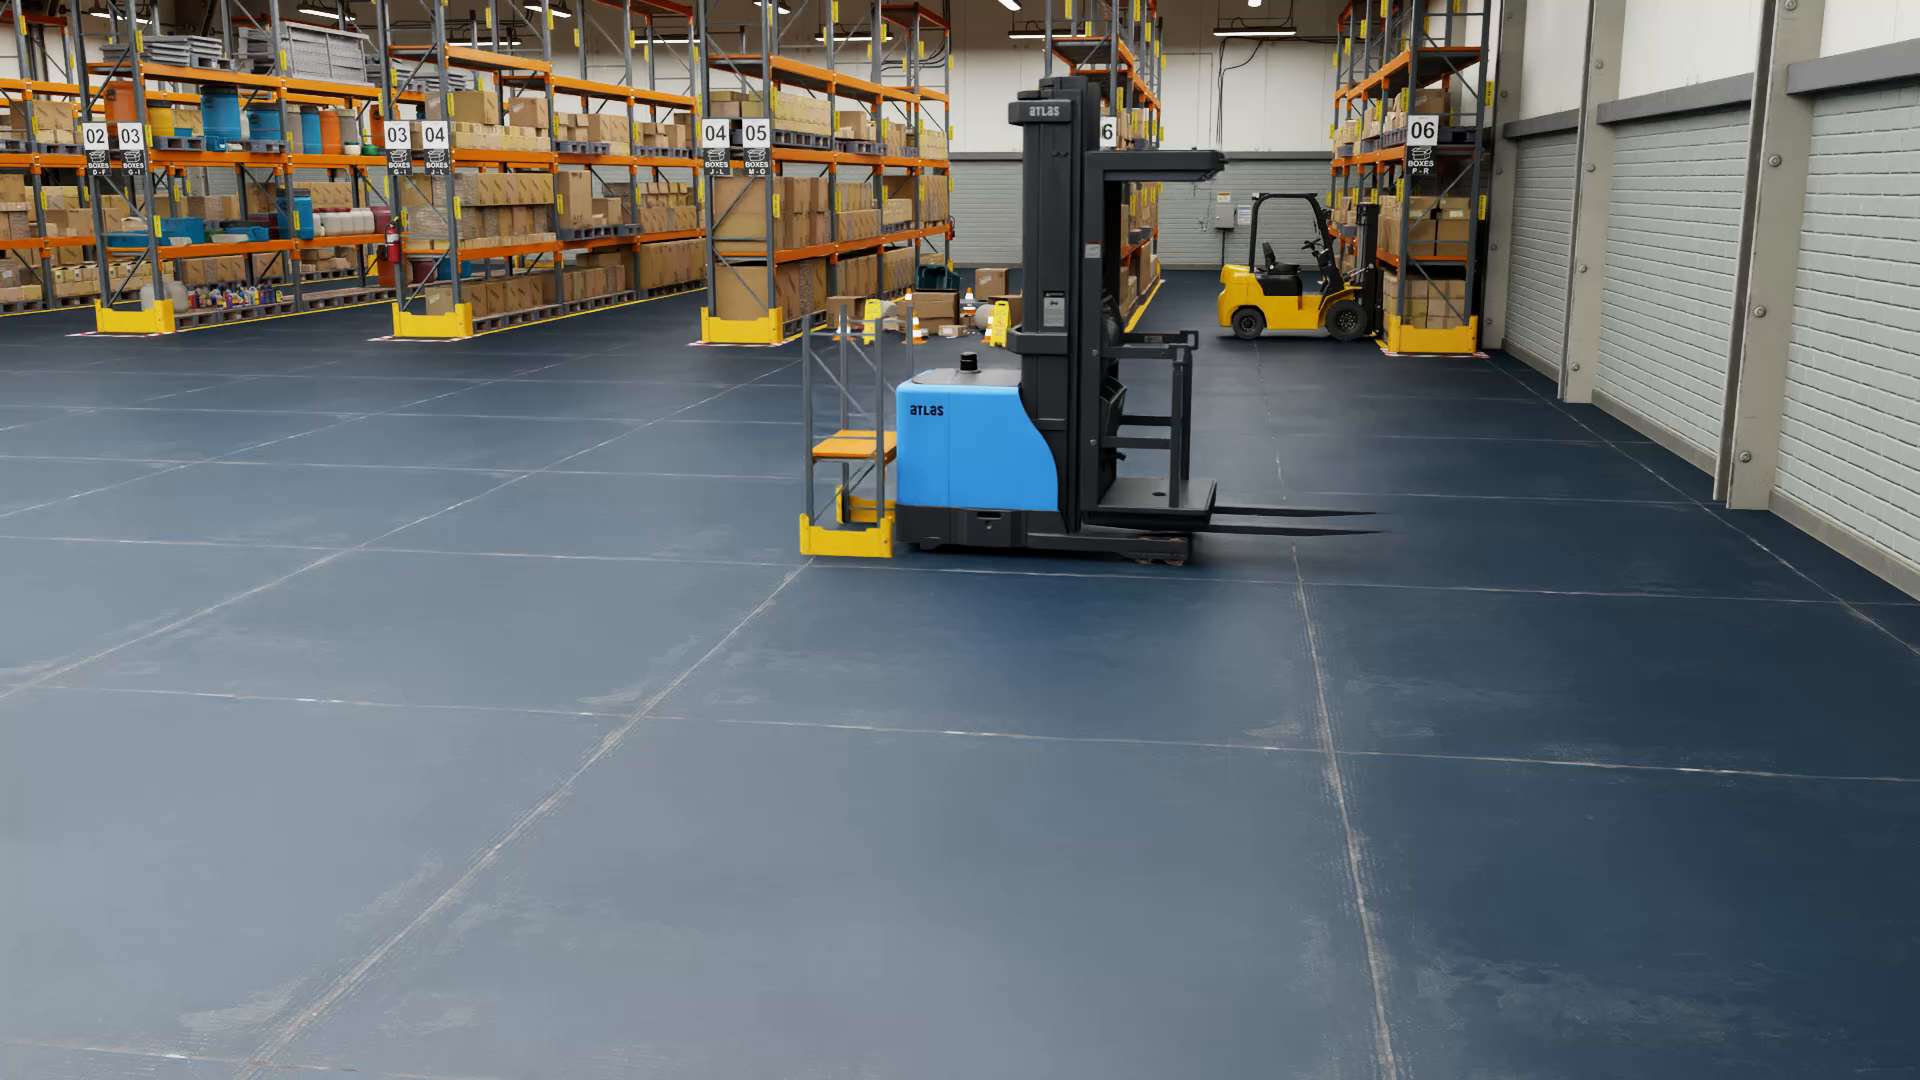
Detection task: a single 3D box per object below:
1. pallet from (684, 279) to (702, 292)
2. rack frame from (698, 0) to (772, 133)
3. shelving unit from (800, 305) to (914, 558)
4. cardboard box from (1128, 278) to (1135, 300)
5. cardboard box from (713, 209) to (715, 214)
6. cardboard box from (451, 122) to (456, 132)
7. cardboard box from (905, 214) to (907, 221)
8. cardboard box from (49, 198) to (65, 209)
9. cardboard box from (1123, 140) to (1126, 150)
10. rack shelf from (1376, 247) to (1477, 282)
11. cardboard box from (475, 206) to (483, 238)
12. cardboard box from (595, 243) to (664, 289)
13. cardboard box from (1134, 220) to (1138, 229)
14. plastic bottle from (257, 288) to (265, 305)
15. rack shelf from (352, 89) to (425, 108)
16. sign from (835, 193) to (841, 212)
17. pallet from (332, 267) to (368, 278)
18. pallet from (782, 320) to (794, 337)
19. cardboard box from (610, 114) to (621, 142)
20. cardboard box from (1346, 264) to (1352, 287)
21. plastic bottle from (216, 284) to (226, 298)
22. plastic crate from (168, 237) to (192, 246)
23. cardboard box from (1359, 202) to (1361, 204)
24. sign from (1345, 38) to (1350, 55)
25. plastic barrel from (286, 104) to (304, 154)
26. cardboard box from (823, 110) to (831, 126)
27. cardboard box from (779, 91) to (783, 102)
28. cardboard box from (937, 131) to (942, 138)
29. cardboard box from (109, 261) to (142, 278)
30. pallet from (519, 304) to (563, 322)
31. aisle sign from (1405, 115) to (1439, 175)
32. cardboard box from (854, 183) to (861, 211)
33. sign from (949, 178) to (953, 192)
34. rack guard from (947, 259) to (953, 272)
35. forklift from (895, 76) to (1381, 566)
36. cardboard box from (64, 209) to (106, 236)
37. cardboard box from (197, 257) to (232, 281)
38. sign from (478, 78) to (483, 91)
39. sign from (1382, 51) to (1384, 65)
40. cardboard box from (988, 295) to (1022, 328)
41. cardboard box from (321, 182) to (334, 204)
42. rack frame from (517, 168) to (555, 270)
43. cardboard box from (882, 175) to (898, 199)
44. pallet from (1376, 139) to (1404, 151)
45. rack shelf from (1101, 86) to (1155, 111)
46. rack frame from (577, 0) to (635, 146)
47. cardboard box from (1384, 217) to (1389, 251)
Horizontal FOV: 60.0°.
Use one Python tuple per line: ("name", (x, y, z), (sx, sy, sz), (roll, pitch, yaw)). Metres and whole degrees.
("pallet", (-6.302, -5.564, 36.310), (1.003, 0.211, 1.213), (2, 12, 9))
("rack frame", (-3.218, -7.343, 23.707), (1.000, 3.000, 0.127), (2, 12, 9))
("shelving unit", (-0.643, -0.744, 10.885), (0.587, 1.500, 1.083), (2, 12, 9))
("cardboard box", (2.717, -4.586, 30.394), (0.950, 0.372, 0.625), (2, 12, 8))
("cardboard box", (-5.845, -7.355, 37.652), (0.500, 0.250, 0.500), (2, 12, 8))
("cardboard box", (-7.832, -6.230, 25.071), (0.380, 0.149, 0.250), (2, 12, 8))
("cardboard box", (-1.317, -6.796, 35.007), (0.380, 0.149, 0.250), (2, 12, 8))
("cardboard box", (-20.831, -7.565, 37.985), (0.500, 0.500, 0.500), (2, 12, 9))
("cardboard box", (2.385, -6.158, 25.924), (0.380, 0.149, 0.250), (2, 12, 10))
("rack shelf", (6.902, -4.176, 24.957), (1.077, 0.370, 4.000), (2, 12, 9))
("cardboard box", (-8.033, -5.008, 26.168), (0.875, 0.500, 0.500), (2, 12, 9))
("cardboard box", (-6.746, -5.567, 33.753), (1.225, 0.875, 0.875), (1, 12, 6))
("cardboard box", (2.929, -5.562, 29.279), (0.380, 0.149, 0.250), (2, 12, 11))
("plastic bottle", (-12.210, -4.254, 29.016), (0.061, 0.283, 0.133), (3, 12, 12))
("rack shelf", (-11.459, -9.220, 35.072), (1.077, 0.370, 4.000), (2, 12, 9))
("sign", (-2.054, -5.687, 28.021), (0.100, 0.325, 0.005), (2, 12, 9))
("pallet", (-15.564, -6.700, 41.580), (1.003, 0.211, 1.213), (2, 12, 9))
("pallet", (-3.172, -3.216, 25.417), (1.003, 0.211, 1.213), (2, 12, 9))
("cardboard box", (-6.767, -7.803, 31.535), (0.500, 0.500, 0.500), (2, 12, 9))
("cardboard box", (7.904, -5.176, 32.829), (0.500, 0.500, 0.500), (1, 12, 7))
("plastic bottle", (-12.945, -4.312, 29.124), (0.144, 0.351, 0.185), (1, 12, 6))
("plastic crate", (-12.542, -4.800, 26.771), (0.298, 0.136, 0.250), (2, 12, 9))
("cardboard box", (7.485, -6.086, 30.334), (0.380, 0.149, 0.250), (2, 12, 10))
("sign", (7.906, -10.058, 33.901), (0.100, 0.325, 0.005), (2, 12, 9))
("plastic barrel", (-12.418, -7.546, 30.577), (0.600, 0.901, 0.600), (0, 12, 0))
("cardboard box", (-2.425, -6.925, 27.302), (0.500, 0.250, 0.500), (2, 12, 8))
("cardboard box", (-2.812, -6.509, 24.427), (0.380, 0.149, 0.250), (2, 12, 9))
("cardboard box", (-0.625, -9.335, 38.290), (0.380, 0.149, 0.250), (2, 12, 10))
("cardboard box", (-16.652, -5.384, 33.056), (0.500, 0.311, 0.500), (2, 12, 8))
("pallet", (-7.556, -3.921, 28.686), (1.003, 0.211, 1.213), (2, 12, 9))
("aisle sign", (6.294, -5.378, 22.656), (0.394, 0.787, 0.004), (2, 12, 9))
("cardboard box", (-2.219, -6.308, 30.534), (0.700, 0.500, 0.500), (2, 12, 8))
("sign", (-0.212, -8.440, 39.536), (0.100, 0.325, 0.005), (2, 12, 9))
("rack guard", (-0.769, -6.503, 39.984), (1.175, 0.500, 0.348), (2, 12, 9))
("forklift", (1.153, -1.397, 10.520), (3.031, 2.935, 1.130), (2, 12, 11))
("cardboard box", (-16.984, -6.169, 32.260), (0.500, 0.500, 0.500), (2, 12, 9))
("cardboard box", (-16.151, -5.871, 36.006), (0.500, 0.500, 0.500), (2, 12, 8))
("sign", (-10.608, -10.063, 36.823), (0.100, 0.325, 0.005), (2, 12, 9))
("sign", (9.600, -10.886, 37.554), (0.100, 0.325, 0.005), (2, 12, 9))
("cardboard box", (0.795, -3.704, 26.989), (0.500, 0.500, 0.500), (-10, 16, -40))
("cardboard box", (-15.458, -8.361, 40.057), (0.500, 0.500, 0.500), (2, 12, 10))
("rack frame", (-10.536, -8.083, 41.382), (1.000, 3.000, 0.127), (2, 12, 9))
("cardboard box", (-1.567, -7.698, 36.277), (0.500, 0.500, 0.500), (1, 12, 7))
("pallet", (7.332, -6.501, 27.371), (0.805, 0.209, 1.217), (1, 12, 6))
("rack shelf", (3.227, -8.738, 32.837), (1.077, 0.370, 4.000), (2, 12, 9))
("rack frame", (-6.873, -9.190, 32.277), (1.000, 3.000, 0.127), (2, 12, 9))
("cardboard box", (6.644, -4.590, 24.936), (0.500, 0.500, 0.500), (2, 12, 9))
